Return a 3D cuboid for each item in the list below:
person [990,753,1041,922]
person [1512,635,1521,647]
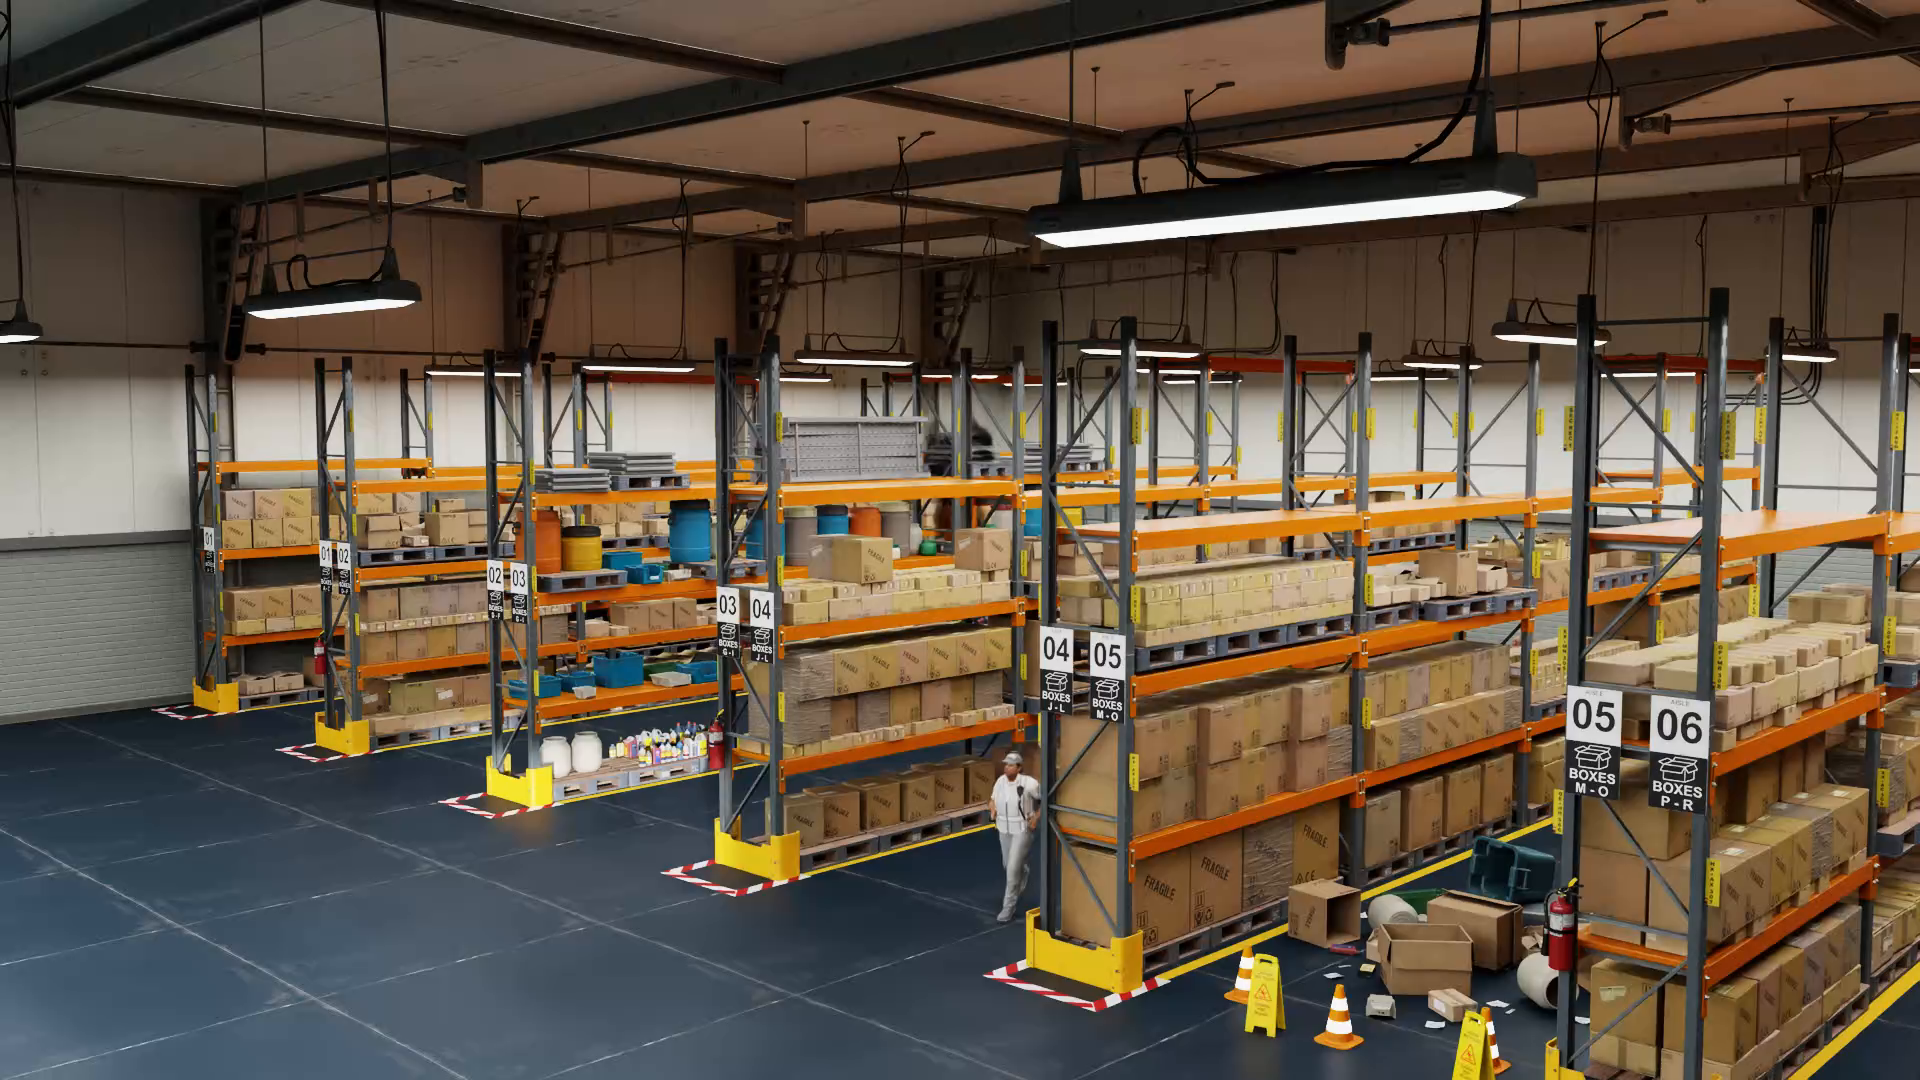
[{"bbox_3d":[0.607,3.024,17.255,0.614,1.677,0.915,3,5,32],"label":"person"},{"bbox_3d":[8.521,2.356,25.361,0.794,1.825,0.669,-4,6,-44],"label":"person"}]
